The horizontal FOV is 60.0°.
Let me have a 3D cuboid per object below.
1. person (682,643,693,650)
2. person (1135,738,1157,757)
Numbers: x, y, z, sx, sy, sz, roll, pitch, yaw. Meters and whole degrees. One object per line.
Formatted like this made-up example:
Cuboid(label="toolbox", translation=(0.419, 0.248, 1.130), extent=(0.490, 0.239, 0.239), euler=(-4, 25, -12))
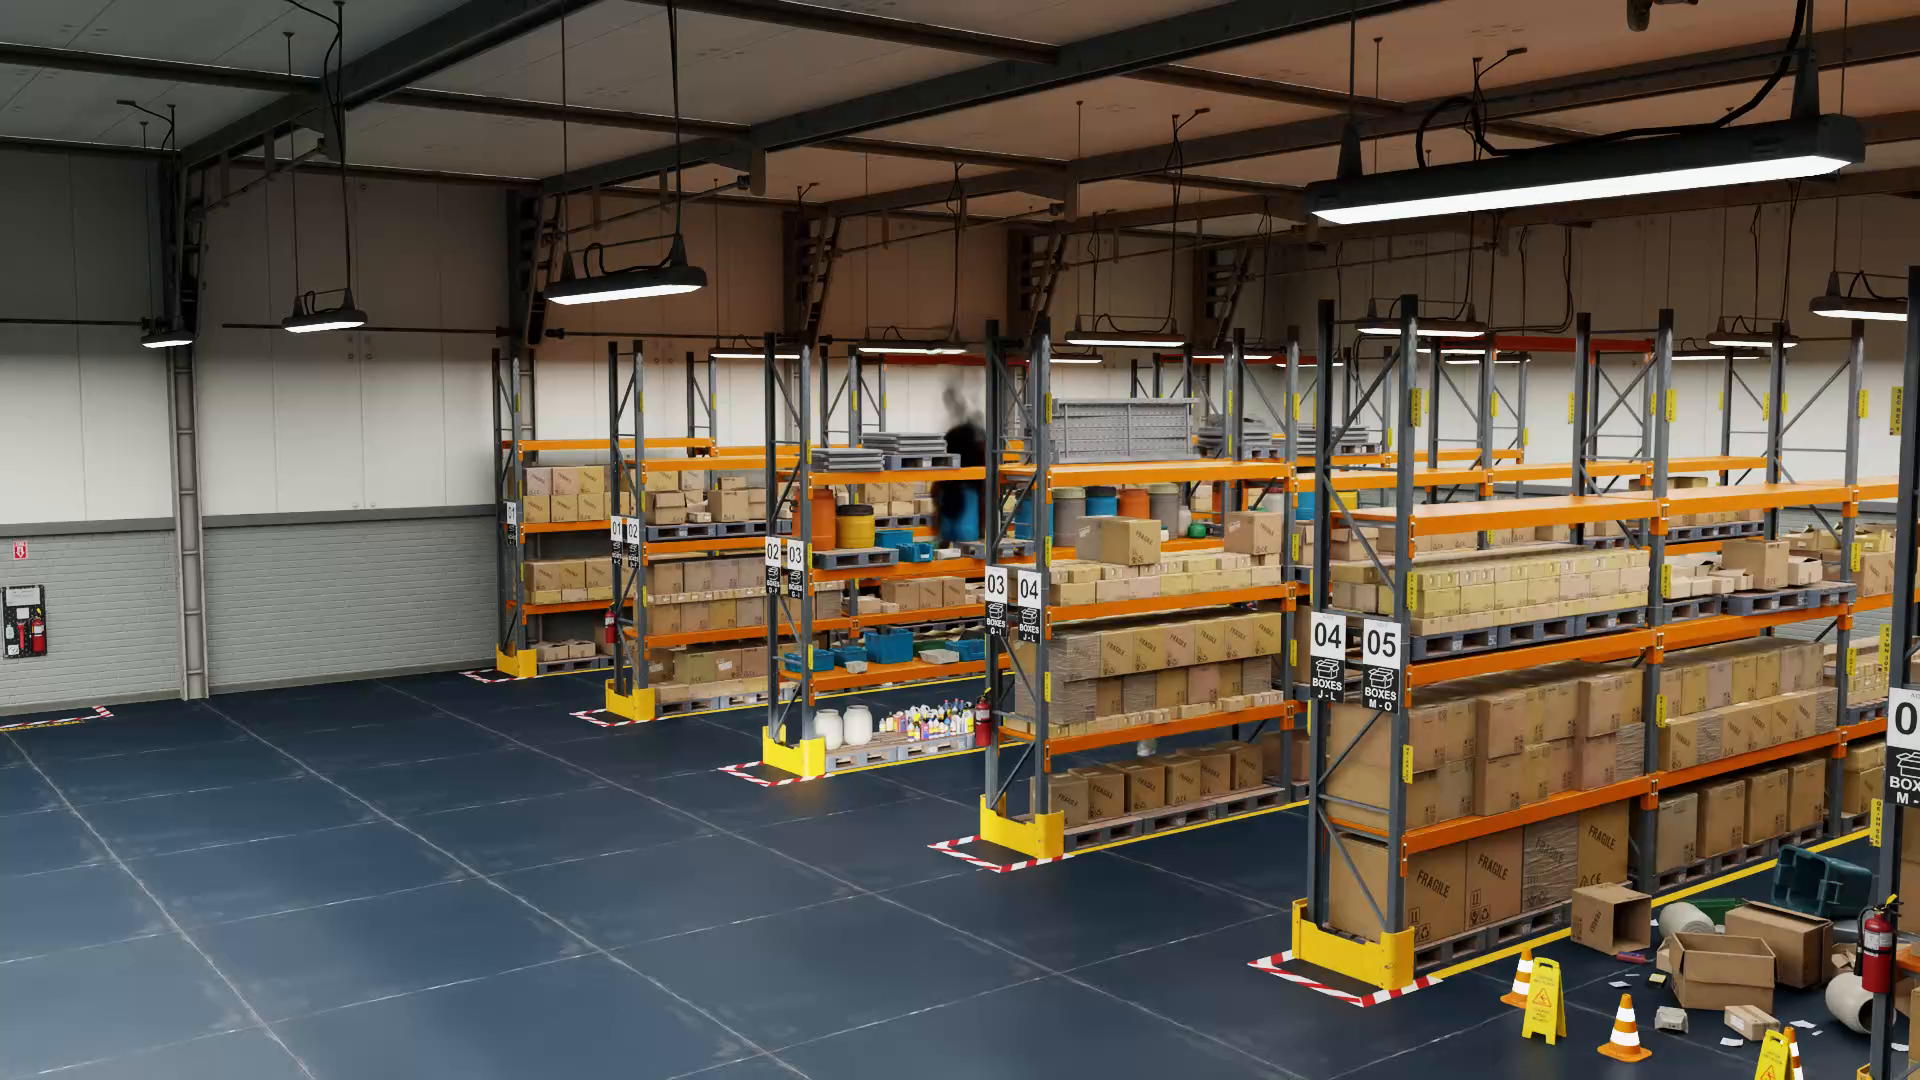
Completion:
Cuboid(label="person", translation=(-4.751, 1.710, 29.419), extent=(0.890, 1.759, 0.640), euler=(-5, 7, -44))
Cuboid(label="person", translation=(2.440, 2.102, 22.286), extent=(0.603, 1.654, 0.565), euler=(-4, 6, -38))
